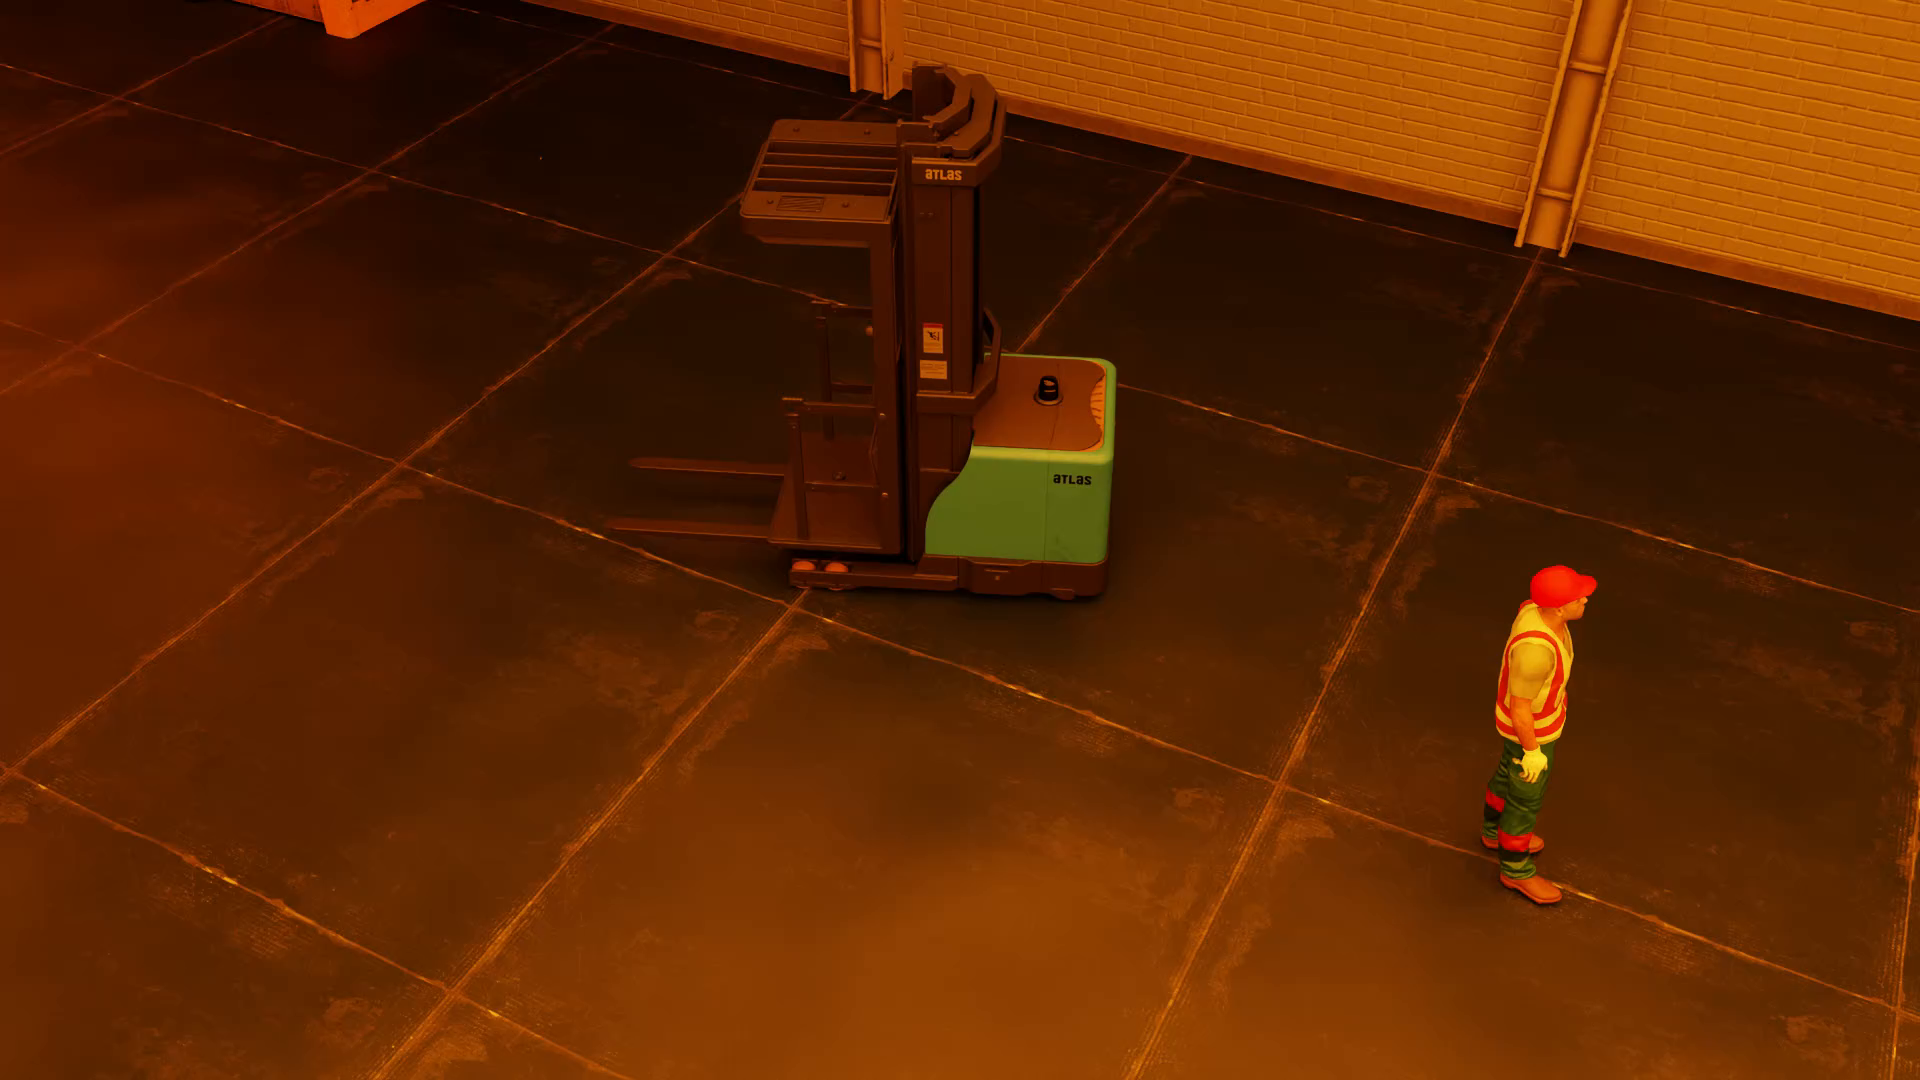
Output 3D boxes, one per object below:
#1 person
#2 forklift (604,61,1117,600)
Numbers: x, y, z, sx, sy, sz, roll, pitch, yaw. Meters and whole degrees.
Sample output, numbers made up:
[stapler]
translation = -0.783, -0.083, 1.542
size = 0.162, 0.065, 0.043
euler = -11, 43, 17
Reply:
[person]
translation = 2.767, 0.872, 7.827
size = 0.563, 1.788, 0.638
euler = 14, 42, 16
[forklift]
translation = -0.606, -1.157, 9.360
size = 3.031, 2.935, 1.130
euler = 3, 40, 4
